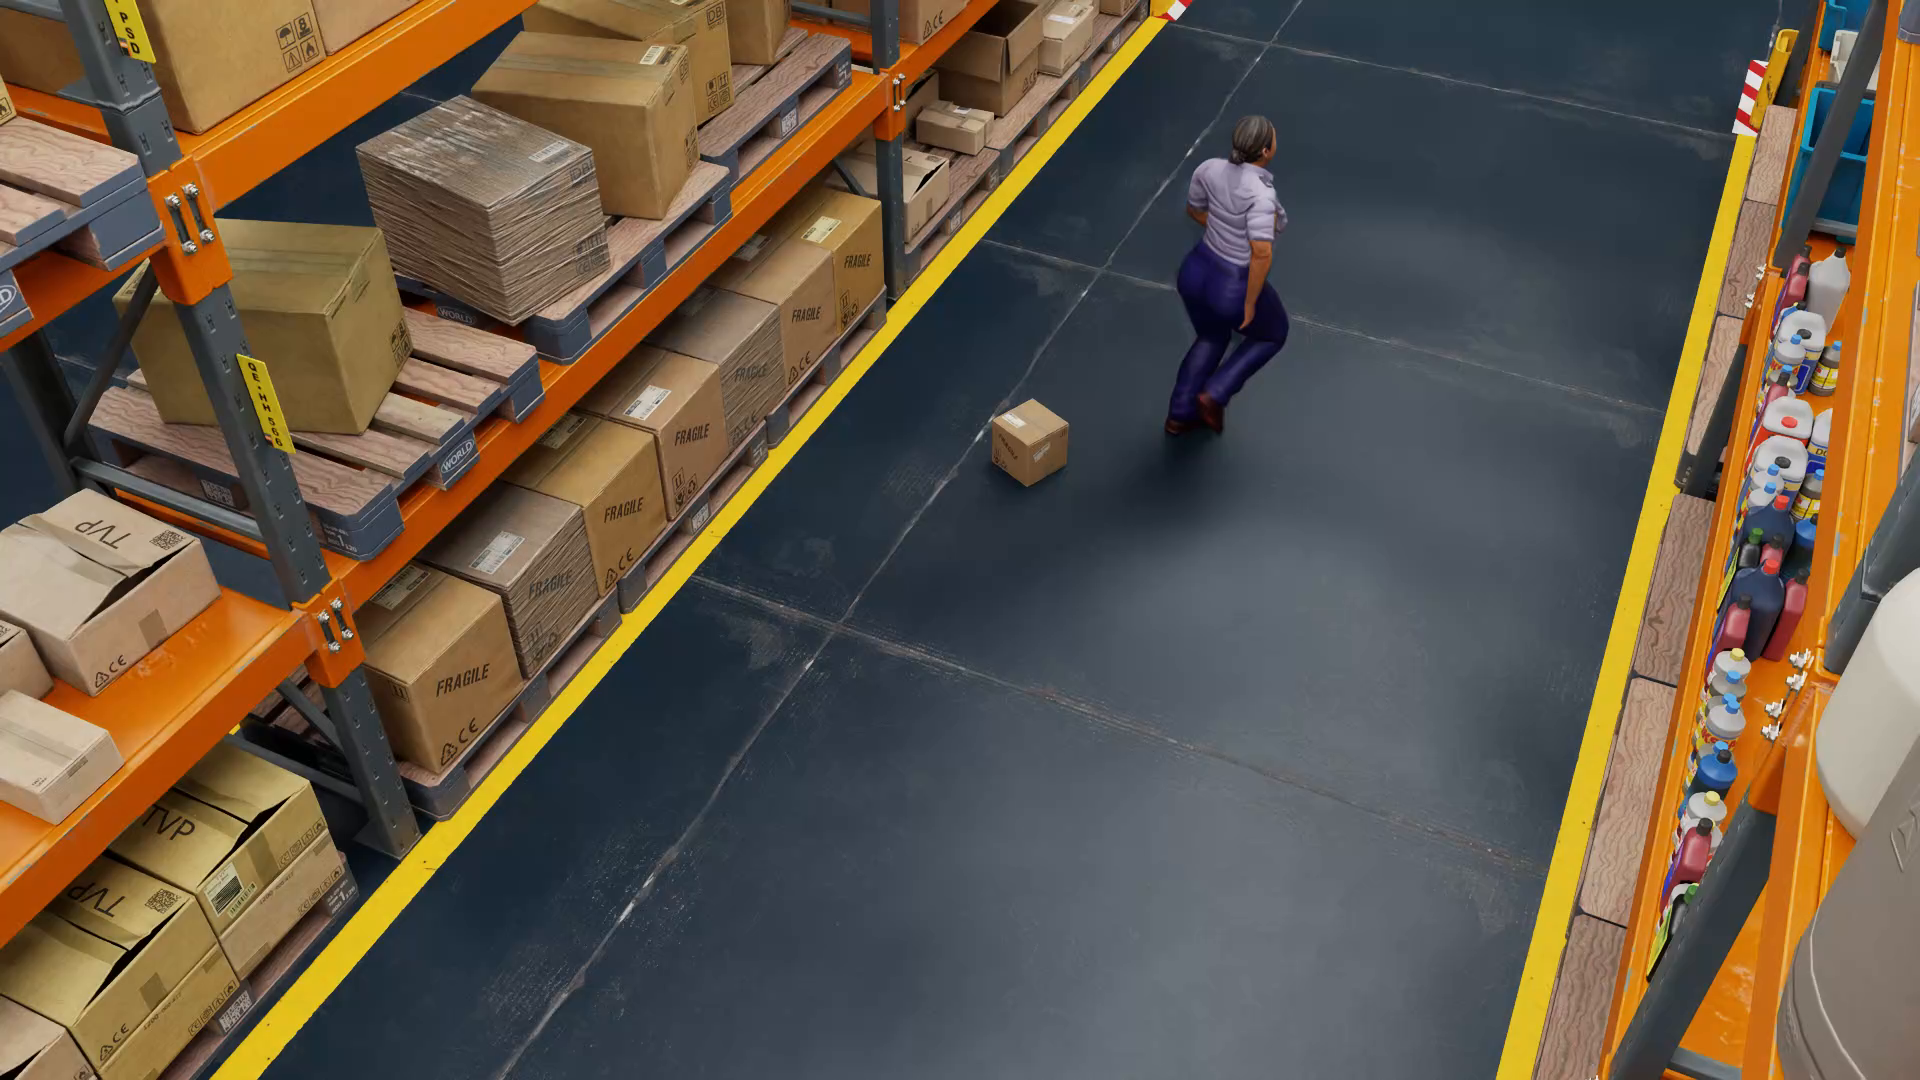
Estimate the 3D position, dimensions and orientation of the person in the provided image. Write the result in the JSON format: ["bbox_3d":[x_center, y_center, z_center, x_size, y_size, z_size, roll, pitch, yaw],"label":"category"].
[{"bbox_3d":[1.254,-1.173,7.508,0.586,1.573,0.628,-28,49,-27],"label":"person"}]
